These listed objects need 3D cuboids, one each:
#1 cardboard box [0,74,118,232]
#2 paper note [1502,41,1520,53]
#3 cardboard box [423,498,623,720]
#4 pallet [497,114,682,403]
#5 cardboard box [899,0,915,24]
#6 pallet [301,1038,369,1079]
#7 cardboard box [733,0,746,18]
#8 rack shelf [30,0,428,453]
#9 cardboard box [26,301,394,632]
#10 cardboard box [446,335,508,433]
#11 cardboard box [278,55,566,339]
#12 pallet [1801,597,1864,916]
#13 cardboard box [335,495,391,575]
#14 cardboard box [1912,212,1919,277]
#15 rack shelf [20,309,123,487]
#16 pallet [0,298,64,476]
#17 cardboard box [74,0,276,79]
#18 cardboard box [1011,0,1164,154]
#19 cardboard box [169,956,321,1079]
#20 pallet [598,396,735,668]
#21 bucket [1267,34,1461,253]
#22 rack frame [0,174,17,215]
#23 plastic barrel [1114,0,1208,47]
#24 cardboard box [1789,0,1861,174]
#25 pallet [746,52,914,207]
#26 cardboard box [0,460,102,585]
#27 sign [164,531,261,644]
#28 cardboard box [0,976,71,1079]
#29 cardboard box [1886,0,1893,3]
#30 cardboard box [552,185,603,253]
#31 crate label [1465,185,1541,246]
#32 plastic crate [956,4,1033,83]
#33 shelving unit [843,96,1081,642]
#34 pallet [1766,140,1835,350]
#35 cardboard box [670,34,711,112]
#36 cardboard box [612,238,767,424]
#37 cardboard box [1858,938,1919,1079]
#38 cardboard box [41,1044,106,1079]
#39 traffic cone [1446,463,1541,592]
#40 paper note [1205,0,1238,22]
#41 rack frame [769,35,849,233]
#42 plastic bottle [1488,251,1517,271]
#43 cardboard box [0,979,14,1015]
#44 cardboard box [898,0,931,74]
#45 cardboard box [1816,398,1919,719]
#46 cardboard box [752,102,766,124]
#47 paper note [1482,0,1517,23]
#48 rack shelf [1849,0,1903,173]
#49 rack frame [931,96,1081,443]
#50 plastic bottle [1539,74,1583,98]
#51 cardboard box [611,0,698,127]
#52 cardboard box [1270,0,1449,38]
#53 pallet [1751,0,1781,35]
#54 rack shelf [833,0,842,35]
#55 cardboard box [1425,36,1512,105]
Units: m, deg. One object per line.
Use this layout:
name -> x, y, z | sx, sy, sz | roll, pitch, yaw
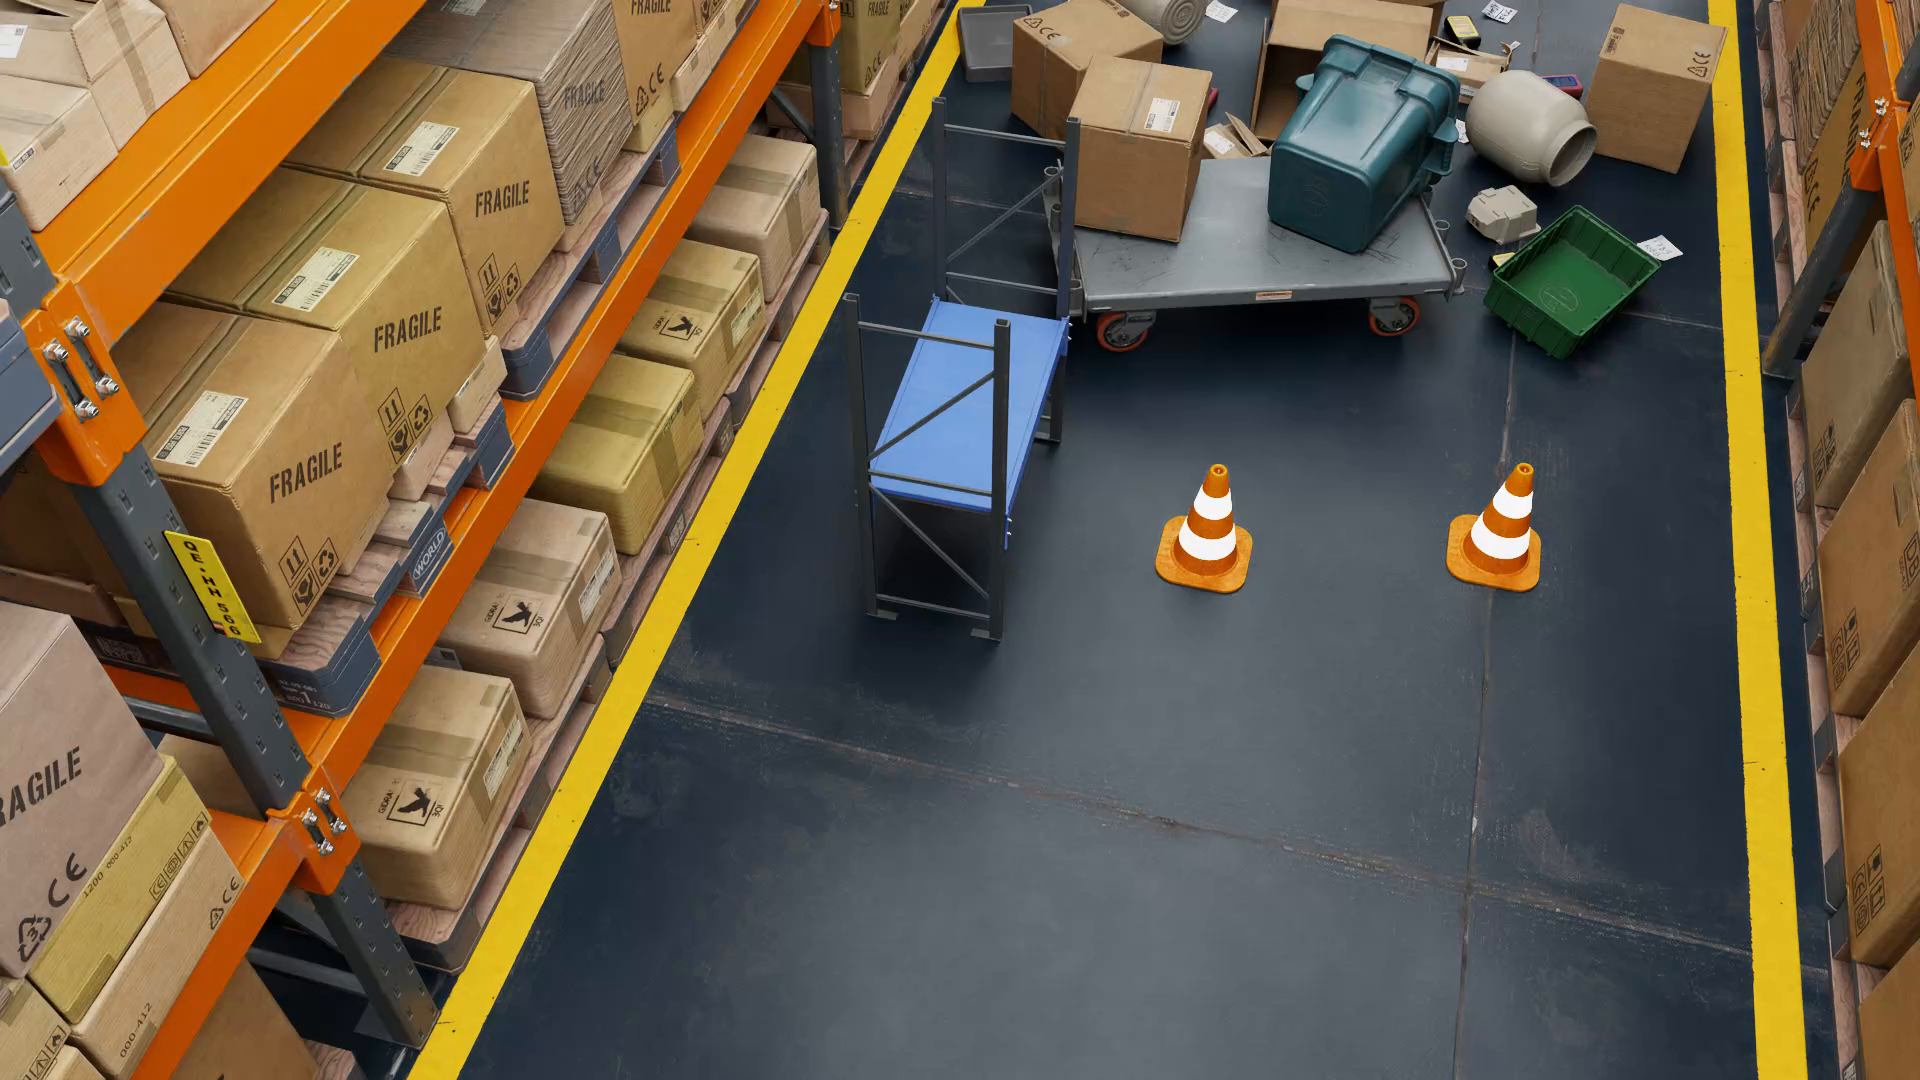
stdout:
cardboard box -> -1.809, -0.728, 3.058 | 0.380, 0.149, 0.250 | 12, 50, 10
paper note -> 2.804, -2.505, 8.455 | 0.123, 0.001, 0.032 | -37, 58, -28
cardboard box -> -1.711, 0.165, 5.577 | 0.950, 0.372, 0.625 | 11, 49, 9
pallet -> -1.574, -1.000, 5.260 | 1.003, 0.211, 1.213 | 12, 50, 10
cardboard box -> -0.458, -2.757, 7.737 | 0.500, 0.500, 0.500 | 13, 50, 12
pallet -> -2.336, 1.854, 4.473 | 1.003, 0.211, 1.213 | 12, 50, 10
cardboard box -> -0.959, -1.959, 5.866 | 0.380, 0.149, 0.250 | 10, 49, 9
rack shelf -> -1.529, -1.825, 4.339 | 1.077, 0.370, 4.000 | 12, 50, 10
cardboard box -> -1.714, -0.174, 3.858 | 0.500, 0.500, 0.500 | 10, 49, 9
cardboard box -> -1.475, -0.460, 4.542 | 0.380, 0.149, 0.250 | 12, 50, 10
cardboard box -> -1.451, -0.938, 4.532 | 0.500, 0.500, 0.500 | 12, 50, 11
pallet -> 3.349, 0.768, 5.432 | 1.003, 0.211, 1.213 | 12, 50, 10
cardboard box -> -1.684, -0.076, 4.204 | 0.380, 0.149, 0.250 | 9, 49, 8
cardboard box -> 3.269, -0.954, 5.025 | 0.500, 0.500, 0.500 | 12, 50, 10
rack shelf -> -2.582, 1.068, 1.786 | 1.077, 0.370, 4.000 | 12, 50, 10
pallet -> -2.174, -0.078, 2.443 | 1.213, 0.211, 1.003 | 14, 50, 12
cardboard box -> -1.797, -1.333, 3.359 | 0.700, 0.500, 0.500 | 12, 50, 10
cardboard box -> 0.592, -2.197, 7.854 | 0.500, 0.500, 0.500 | -27, 54, -22
cardboard box -> -2.318, 1.423, 4.130 | 0.875, 0.875, 0.875 | 11, 50, 10
pallet -> -1.526, -0.146, 6.238 | 1.003, 0.211, 1.213 | 12, 50, 10
bucket -> 1.611, -1.587, 6.819 | 0.726, 0.611, 0.620 | 28, 64, 22
rack frame -> -2.056, -1.609, 1.668 | 1.000, 3.000, 0.127 | 12, 50, 10
plastic barrel -> 0.967, -2.765, 8.408 | 0.421, 0.421, 0.512 | -27, 54, -22
cardboard box -> 4.266, -2.143, 7.278 | 0.875, 0.875, 0.875 | 12, 50, 10
pallet -> -0.860, -2.087, 7.951 | 1.003, 0.211, 1.213 | 12, 50, 10
cardboard box -> -2.204, -0.278, 3.949 | 0.500, 0.500, 0.500 | 10, 49, 9
sign -> -1.520, 0.100, 3.389 | 0.100, 0.325, 0.005 | 12, 50, 10
cardboard box -> -2.070, 1.032, 3.105 | 0.500, 0.250, 0.500 | 10, 49, 9
cardboard box -> 4.007, -2.335, 6.210 | 0.875, 0.550, 0.550 | 12, 50, 10
cardboard box -> -1.319, -1.038, 5.052 | 0.380, 0.149, 0.250 | 13, 50, 11
crate label -> 2.429, -1.466, 7.452 | 0.298, 0.136, 0.250 | -19, 51, -16
plastic crate -> 0.201, -2.525, 8.425 | 0.402, 0.080, 0.583 | -4, 49, -3
shelving unit -> 0.029, -0.556, 5.731 | 0.538, 1.500, 1.048 | 11, 50, 9
pallet -> 4.075, -1.225, 7.191 | 1.003, 0.211, 1.213 | 12, 50, 10
cardboard box -> -1.055, -1.581, 5.532 | 0.380, 0.149, 0.250 | 12, 50, 10
cardboard box -> -1.325, -0.886, 6.504 | 0.950, 0.372, 0.625 | 14, 50, 12
cardboard box -> 2.993, 1.463, 4.179 | 1.050, 0.750, 0.750 | 11, 49, 10
cardboard box -> -2.058, 1.215, 3.277 | 0.500, 0.250, 0.500 | 12, 50, 11
traffic cone -> 1.989, -0.102, 6.031 | 0.336, 0.463, 0.334 | 12, 50, 10
paper note -> 1.353, -2.763, 8.676 | 0.148, 0.019, 0.142 | 28, 54, 22
rack frame -> -1.003, -2.517, 6.471 | 1.000, 3.000, 0.127 | 12, 50, 10
plastic bottle -> 2.416, -1.139, 7.214 | 0.133, 0.061, 0.283 | -11, 50, -10
cardboard box -> -2.067, 0.811, 2.800 | 0.500, 0.500, 0.500 | 12, 50, 11
cardboard box -> -0.458, -2.508, 8.017 | 0.500, 0.250, 0.500 | 14, 50, 12
cardboard box -> 3.465, 0.156, 5.332 | 1.050, 0.750, 0.750 | 12, 50, 10
cardboard box -> -1.107, -2.227, 7.769 | 0.500, 0.250, 0.500 | 14, 50, 12
paper note -> 2.812, -2.755, 8.662 | 0.144, 0.017, 0.142 | 28, 54, 22
rack shelf -> 4.325, -2.822, 7.220 | 1.077, 0.370, 4.000 | 12, 50, 10
rack frame -> 0.154, -0.931, 6.052 | 0.500, 1.500, 0.032 | 11, 50, 9
plastic bottle -> 2.900, -2.224, 8.172 | 0.283, 0.061, 0.133 | -4, 49, -3
cardboard box -> -1.174, -1.677, 5.184 | 0.500, 0.500, 0.500 | 13, 50, 11
cardboard box -> 2.030, -2.814, 8.398 | 0.797, 0.503, 0.637 | -19, 51, -16
pallet -> 4.717, -2.990, 8.748 | 1.003, 0.211, 1.213 | 12, 50, 10
rack shelf -> -0.477, -3.726, 8.017 | 1.077, 0.370, 4.000 | 12, 50, 10
cardboard box -> 2.475, -2.315, 8.116 | 0.396, 0.266, 0.258 | 19, 51, 16
